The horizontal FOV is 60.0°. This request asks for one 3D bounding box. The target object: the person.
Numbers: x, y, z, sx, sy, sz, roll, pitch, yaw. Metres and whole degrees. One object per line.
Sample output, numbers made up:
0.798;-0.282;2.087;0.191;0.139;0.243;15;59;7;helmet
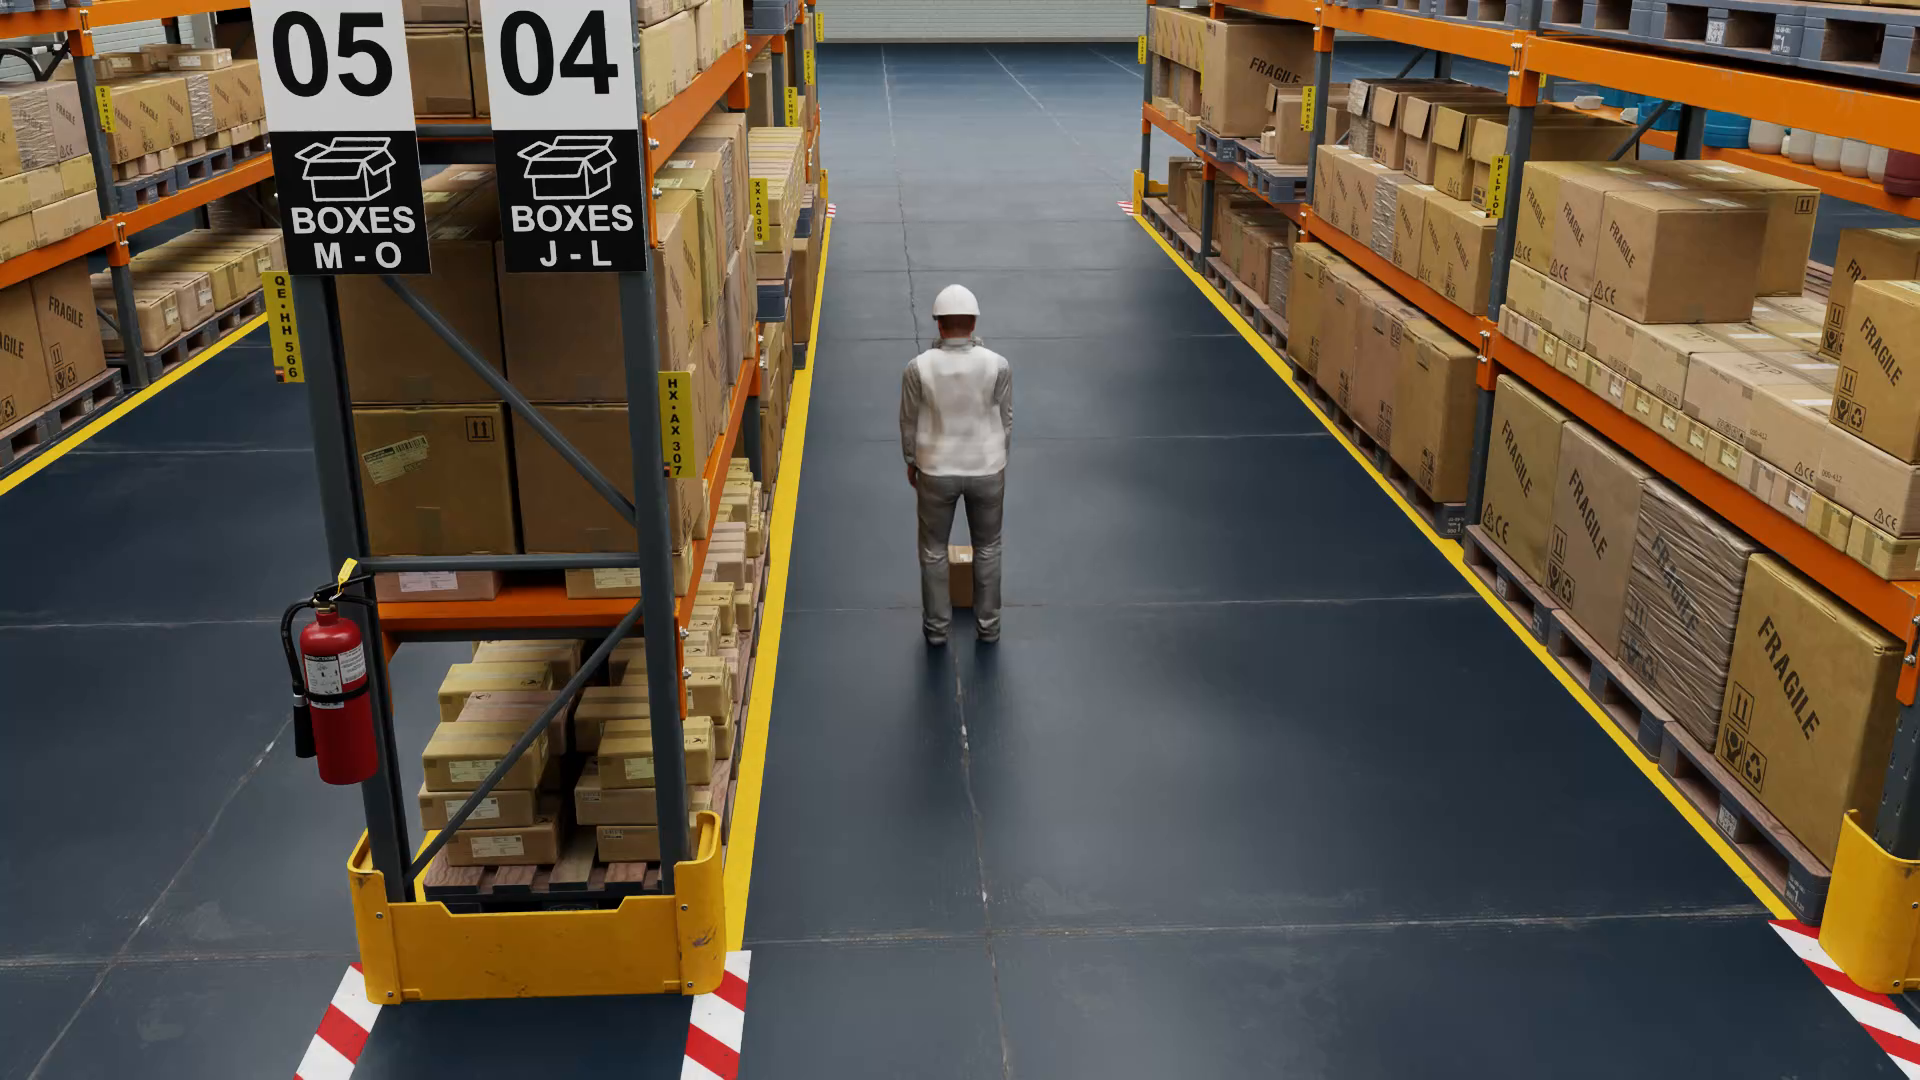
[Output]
-0.020;-0.347;8.019;0.540;1.759;0.389;-1;20;-2;person
